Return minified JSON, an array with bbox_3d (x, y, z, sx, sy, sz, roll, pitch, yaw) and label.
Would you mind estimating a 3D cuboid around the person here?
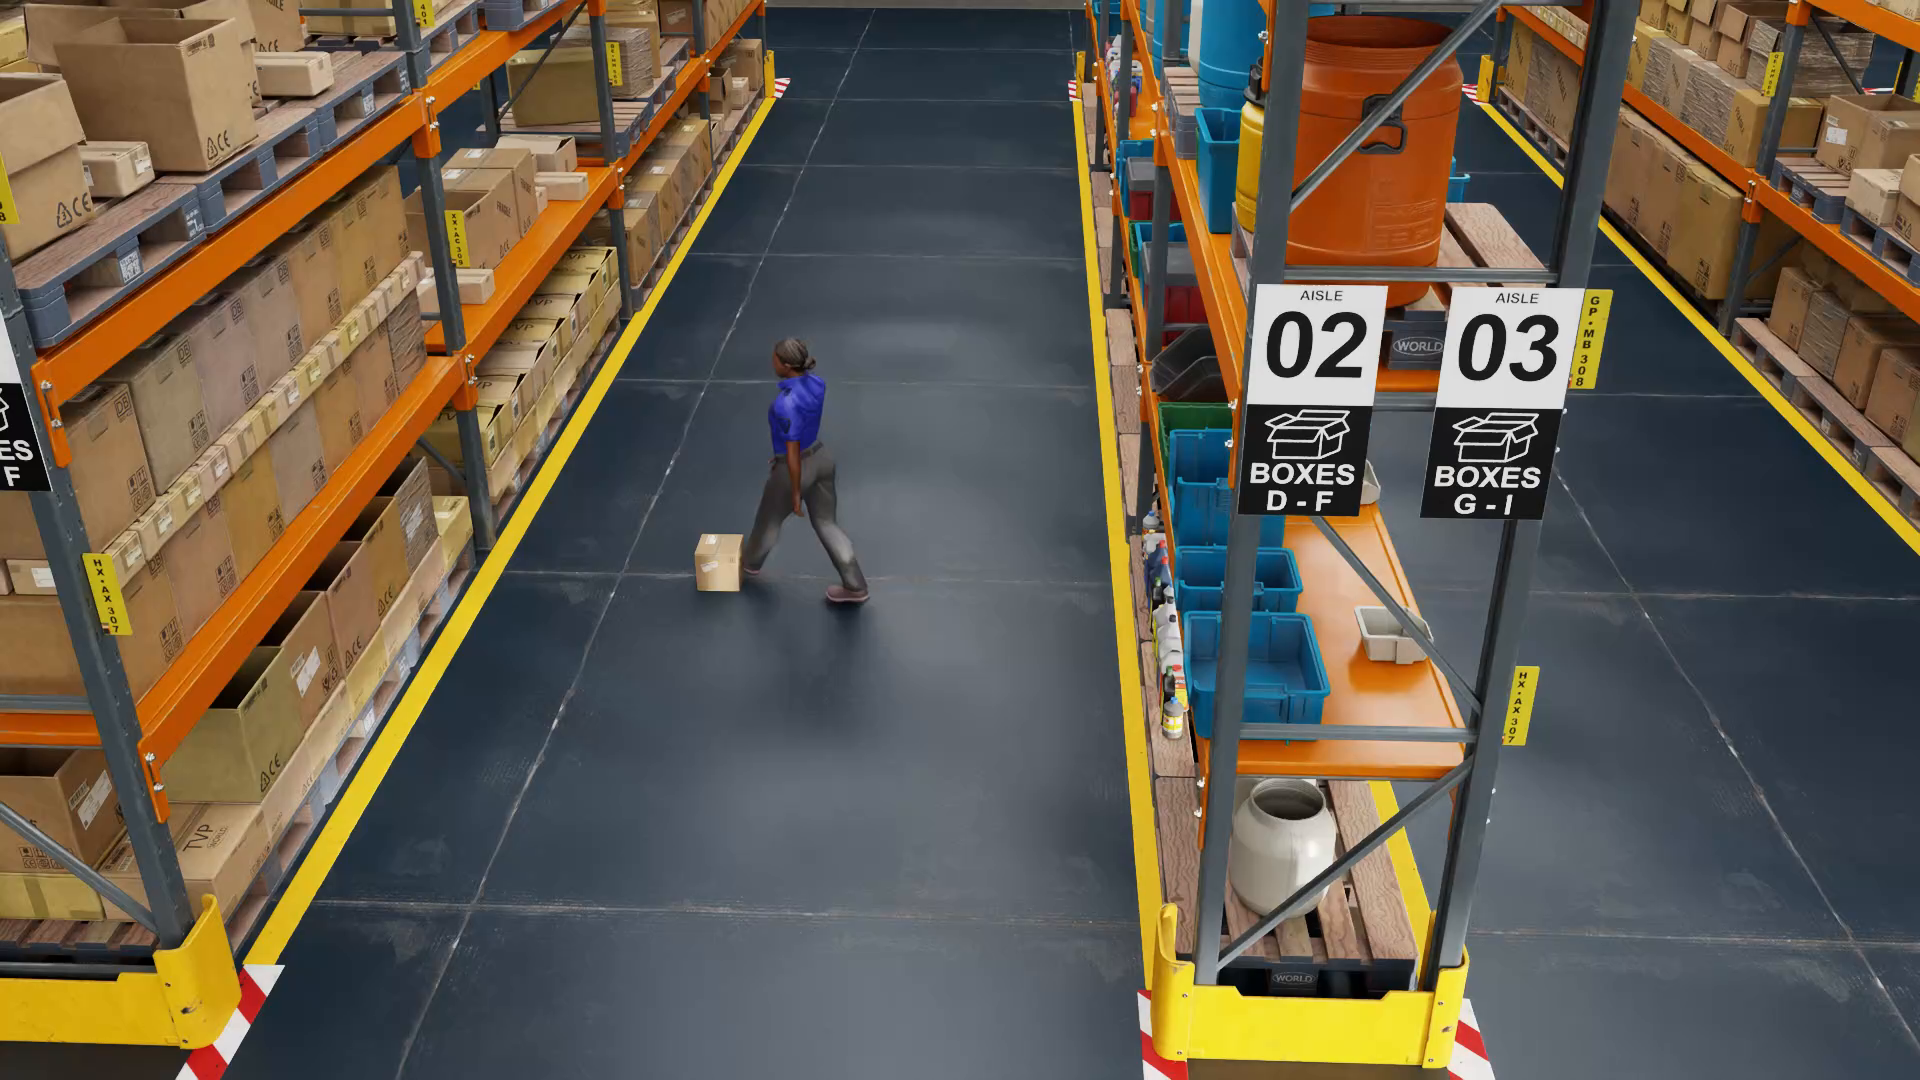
[{"bbox_3d":[-0.986,-0.427,9.452,1.039,1.591,0.433,18,33,30],"label":"person"}]
